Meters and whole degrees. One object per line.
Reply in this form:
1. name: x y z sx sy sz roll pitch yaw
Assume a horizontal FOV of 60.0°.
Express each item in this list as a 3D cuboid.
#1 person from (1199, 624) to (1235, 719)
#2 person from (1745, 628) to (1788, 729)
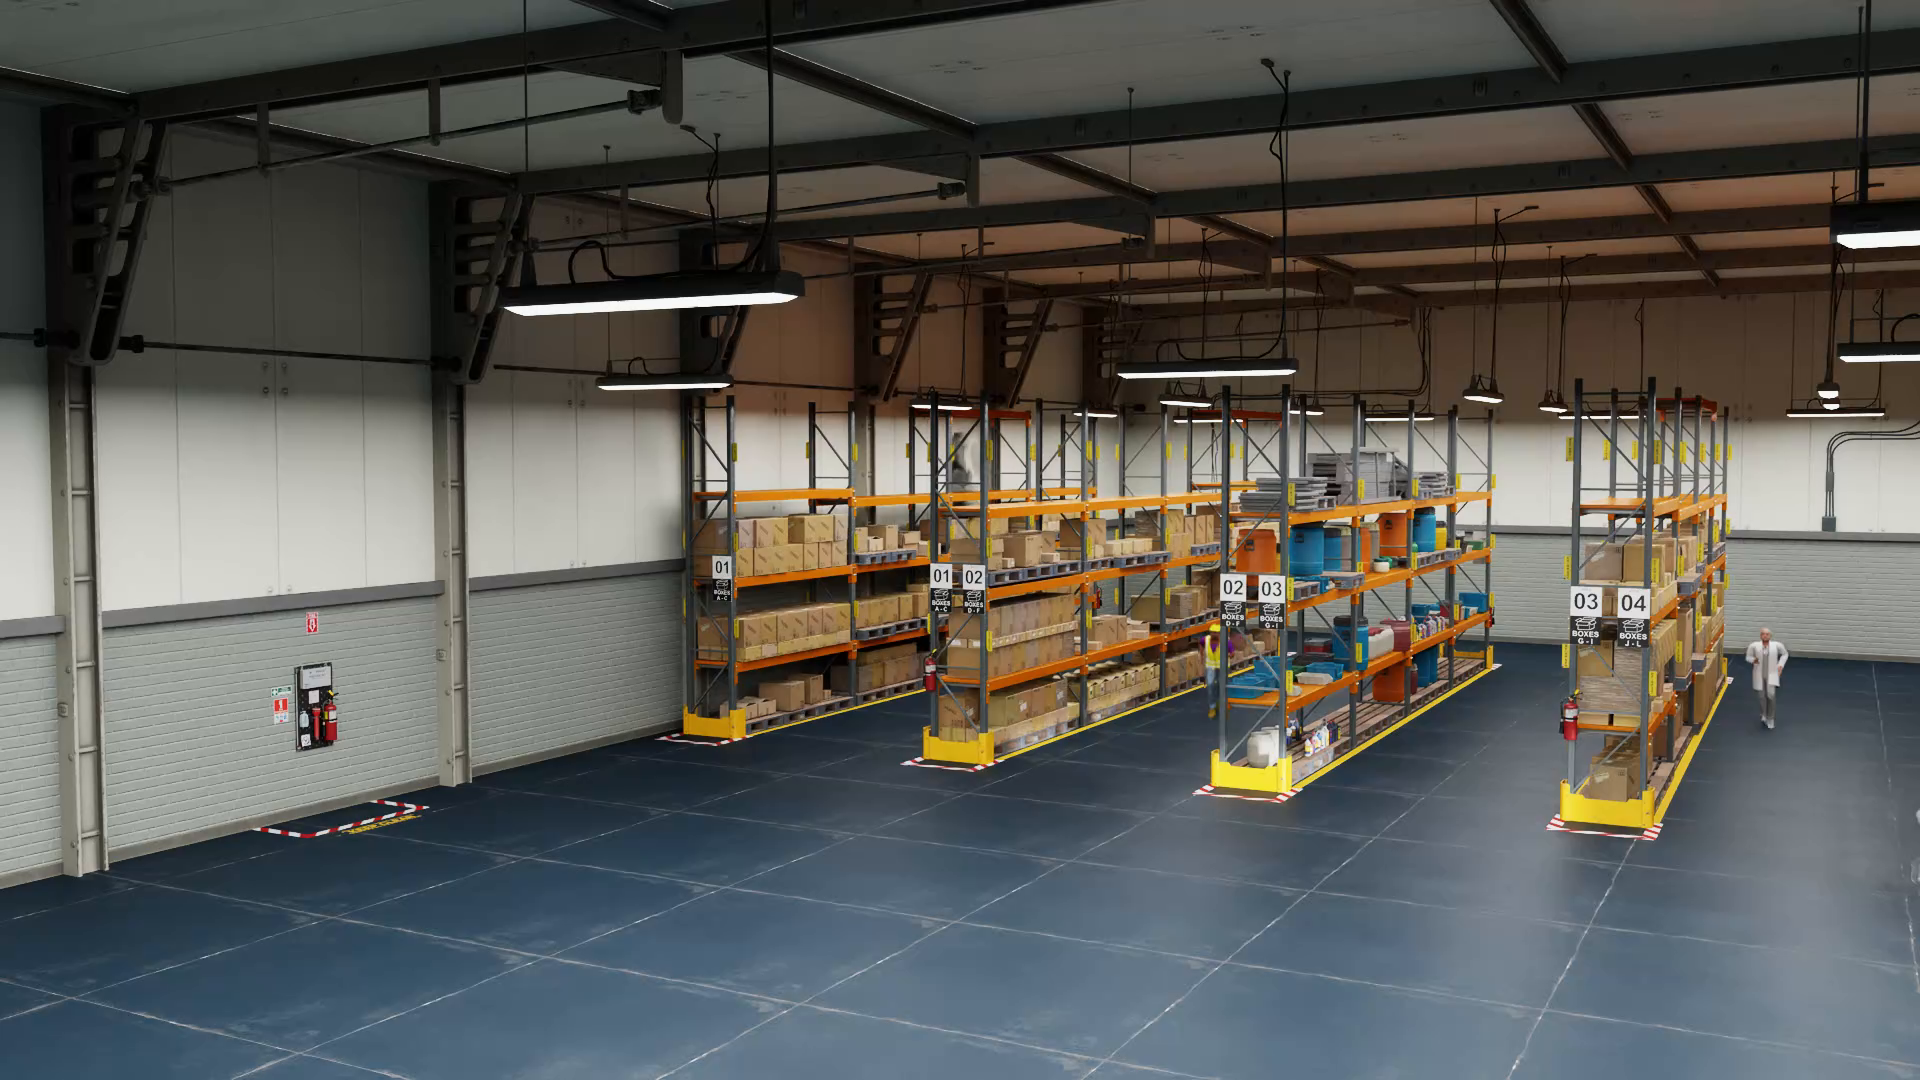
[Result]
1. person: 4.905 2.471 31.732 0.699 1.770 1.077 1 3 14
2. person: 14.715 2.534 30.378 0.684 1.827 0.833 2 4 32
